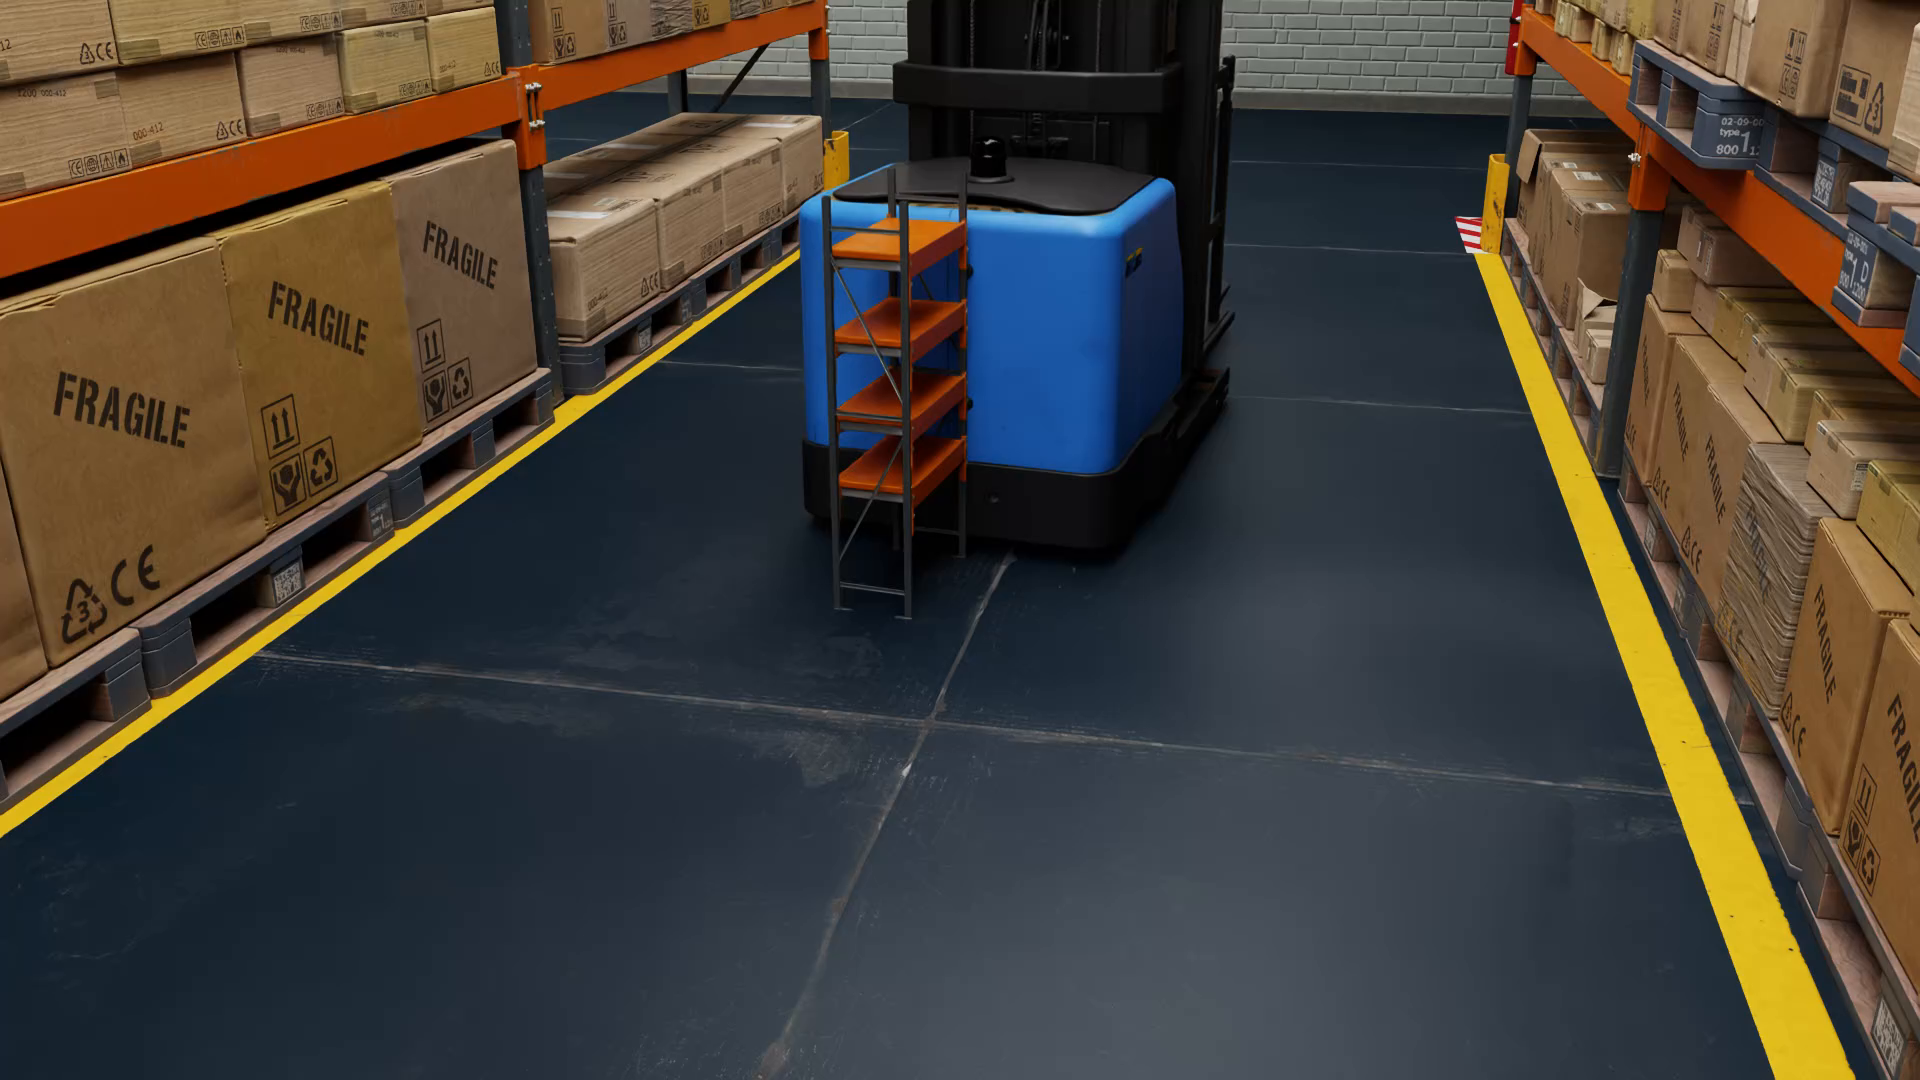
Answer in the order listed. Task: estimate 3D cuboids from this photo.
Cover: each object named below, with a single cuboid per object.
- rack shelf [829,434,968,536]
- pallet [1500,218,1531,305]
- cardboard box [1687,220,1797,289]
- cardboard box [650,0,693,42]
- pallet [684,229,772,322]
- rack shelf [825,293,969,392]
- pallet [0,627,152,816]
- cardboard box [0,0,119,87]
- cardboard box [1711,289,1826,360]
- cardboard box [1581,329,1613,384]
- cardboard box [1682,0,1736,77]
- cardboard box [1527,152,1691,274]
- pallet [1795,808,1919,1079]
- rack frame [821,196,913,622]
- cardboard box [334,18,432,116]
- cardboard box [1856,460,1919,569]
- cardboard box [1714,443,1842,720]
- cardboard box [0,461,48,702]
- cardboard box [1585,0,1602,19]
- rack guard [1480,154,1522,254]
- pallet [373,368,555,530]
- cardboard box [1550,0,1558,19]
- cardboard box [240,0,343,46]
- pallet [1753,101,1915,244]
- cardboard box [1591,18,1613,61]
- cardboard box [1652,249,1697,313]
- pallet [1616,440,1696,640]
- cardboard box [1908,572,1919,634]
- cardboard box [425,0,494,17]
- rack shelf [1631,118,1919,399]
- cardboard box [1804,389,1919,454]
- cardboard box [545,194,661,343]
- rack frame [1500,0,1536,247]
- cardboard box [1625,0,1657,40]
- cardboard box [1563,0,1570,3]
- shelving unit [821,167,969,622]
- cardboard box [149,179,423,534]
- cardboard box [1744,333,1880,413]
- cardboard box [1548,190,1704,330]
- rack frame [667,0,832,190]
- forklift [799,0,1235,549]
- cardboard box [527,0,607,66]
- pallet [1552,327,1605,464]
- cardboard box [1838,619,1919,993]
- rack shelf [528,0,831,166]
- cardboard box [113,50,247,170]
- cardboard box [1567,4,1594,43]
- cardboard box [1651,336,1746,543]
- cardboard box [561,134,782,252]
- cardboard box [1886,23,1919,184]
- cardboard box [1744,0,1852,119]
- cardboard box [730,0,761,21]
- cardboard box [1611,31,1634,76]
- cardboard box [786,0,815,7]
[{"bbox_3d":[-0.173,-0.179,4.903,0.258,0.148,0.480,7,23,17],"label":"rack shelf"},{"bbox_3d":[3.395,-1.440,8.646,1.003,0.211,1.213,4,22,11],"label":"pallet"},{"bbox_3d":[2.416,-0.854,4.977,0.380,0.149,0.250,3,22,8],"label":"cardboard box"},{"bbox_3d":[-1.538,-2.530,7.486,0.500,0.500,0.500,5,22,11],"label":"cardboard box"},{"bbox_3d":[-1.626,-1.393,8.530,1.003,0.211,1.213,4,22,11],"label":"pallet"},{"bbox_3d":[-0.173,-0.570,4.745,0.258,0.148,0.480,7,23,17],"label":"rack shelf"},{"bbox_3d":[-2.686,0.507,3.812,1.003,0.211,1.213,4,22,11],"label":"pallet"},{"bbox_3d":[-2.355,-1.203,3.857,0.500,0.250,0.500,4,22,11],"label":"cardboard box"},{"bbox_3d":[2.400,-0.613,4.776,0.380,0.149,0.250,3,22,8],"label":"cardboard box"},{"bbox_3d":[2.582,-0.688,6.301,0.380,0.149,0.250,4,22,9],"label":"cardboard box"},{"bbox_3d":[2.332,-1.482,4.321,0.700,0.500,0.500,5,22,12],"label":"cardboard box"},{"bbox_3d":[3.142,-1.562,8.000,0.700,0.500,0.500,5,23,13],"label":"cardboard box"},{"bbox_3d":[2.129,0.897,2.845,1.003,0.211,1.213,4,22,11],"label":"pallet"},{"bbox_3d":[-0.251,-0.339,4.589,0.240,1.200,0.015,7,23,17],"label":"rack frame"},{"bbox_3d":[-2.054,-1.528,5.332,0.500,0.250,0.500,4,22,10],"label":"cardboard box"},{"bbox_3d":[2.063,-0.042,3.359,0.380,0.149,0.250,4,22,10],"label":"cardboard box"},{"bbox_3d":[2.120,0.102,3.870,0.500,0.500,0.500,4,22,9],"label":"cardboard box"},{"bbox_3d":[-2.698,0.041,3.519,0.875,0.875,0.875,4,22,10],"label":"cardboard box"},{"bbox_3d":[2.823,-2.229,6.675,0.500,0.250,0.500,4,22,11],"label":"cardboard box"},{"bbox_3d":[3.556,-1.865,9.316,1.175,0.500,0.348,4,22,11],"label":"rack guard"},{"bbox_3d":[-2.188,-0.385,6.028,1.003,0.211,1.213,4,22,11],"label":"pallet"},{"bbox_3d":[3.230,-2.740,8.479,0.380,0.149,0.250,5,22,12],"label":"cardboard box"},{"bbox_3d":[-2.151,-1.576,4.783,0.500,0.250,0.500,5,22,12],"label":"cardboard box"},{"bbox_3d":[2.332,-0.749,3.456,1.003,0.211,1.213,4,22,11],"label":"pallet"},{"bbox_3d":[2.739,-1.992,6.621,0.380,0.149,0.250,4,22,10],"label":"cardboard box"},{"bbox_3d":[2.422,-0.815,5.278,0.380,0.149,0.250,6,23,13],"label":"cardboard box"},{"bbox_3d":[2.627,0.004,5.061,1.003,0.211,1.213,4,22,11],"label":"pallet"},{"bbox_3d":[1.915,0.142,2.902,0.380,0.149,0.250,4,22,9],"label":"cardboard box"},{"bbox_3d":[-1.956,-1.949,5.710,0.500,0.250,0.500,4,22,11],"label":"cardboard box"},{"bbox_3d":[2.348,-0.525,3.604,1.077,0.370,4.000,4,22,11],"label":"rack shelf"},{"bbox_3d":[2.190,-0.232,3.829,0.380,0.149,0.250,5,22,11],"label":"cardboard box"},{"bbox_3d":[-1.871,-1.194,7.172,0.875,0.438,0.875,4,22,10],"label":"cardboard box"},{"bbox_3d":[3.572,-3.053,8.918,1.000,3.000,0.127,4,22,11],"label":"rack frame"},{"bbox_3d":[2.621,-1.863,5.767,0.500,0.250,0.500,5,22,12],"label":"cardboard box"},{"bbox_3d":[3.013,-2.606,7.611,0.500,0.250,0.500,4,22,10],"label":"cardboard box"},{"bbox_3d":[-0.173,-0.425,4.803,0.258,1.200,0.503,7,23,17],"label":"shelving unit"},{"bbox_3d":[-2.329,-0.612,5.140,0.875,0.875,0.875,5,22,12],"label":"cardboard box"},{"bbox_3d":[2.270,-0.423,4.305,0.380,0.149,0.250,4,22,11],"label":"cardboard box"},{"bbox_3d":[2.930,-1.182,7.057,0.700,0.500,0.500,4,22,9],"label":"cardboard box"},{"bbox_3d":[-1.288,-3.430,9.854,1.000,3.000,0.127,4,22,11],"label":"rack frame"},{"bbox_3d":[0.444,-1.852,6.029,1.130,2.935,3.031,7,23,17],"label":"forklift"},{"bbox_3d":[-1.752,-2.165,6.580,0.500,0.500,0.500,5,23,13],"label":"cardboard box"},{"bbox_3d":[2.897,-0.547,6.430,1.003,0.211,1.213,4,22,11],"label":"pallet"},{"bbox_3d":[1.928,0.485,2.919,0.500,0.500,0.500,4,22,10],"label":"cardboard box"},{"bbox_3d":[-1.696,-2.364,8.172,1.077,0.370,4.000,4,22,11],"label":"rack shelf"},{"bbox_3d":[-2.277,-1.155,4.408,0.500,0.250,0.500,4,22,11],"label":"cardboard box"},{"bbox_3d":[2.891,-2.272,7.315,0.380,0.149,0.250,5,22,12],"label":"cardboard box"},{"bbox_3d":[2.338,-0.270,4.792,0.500,0.500,0.500,4,22,10],"label":"cardboard box"},{"bbox_3d":[-1.503,-1.852,8.803,0.875,0.438,0.875,5,22,12],"label":"cardboard box"},{"bbox_3d":[1.838,-0.663,2.622,0.500,0.250,0.500,3,22,8],"label":"cardboard box"},{"bbox_3d":[2.172,-1.195,3.609,0.700,0.500,0.500,4,22,11],"label":"cardboard box"},{"bbox_3d":[-1.340,-2.908,8.425,0.500,0.500,0.500,5,22,12],"label":"cardboard box"},{"bbox_3d":[2.635,-1.803,6.151,0.380,0.149,0.250,5,22,12],"label":"cardboard box"},{"bbox_3d":[-1.127,-3.279,9.347,0.500,0.500,0.500,5,22,11],"label":"cardboard box"}]
